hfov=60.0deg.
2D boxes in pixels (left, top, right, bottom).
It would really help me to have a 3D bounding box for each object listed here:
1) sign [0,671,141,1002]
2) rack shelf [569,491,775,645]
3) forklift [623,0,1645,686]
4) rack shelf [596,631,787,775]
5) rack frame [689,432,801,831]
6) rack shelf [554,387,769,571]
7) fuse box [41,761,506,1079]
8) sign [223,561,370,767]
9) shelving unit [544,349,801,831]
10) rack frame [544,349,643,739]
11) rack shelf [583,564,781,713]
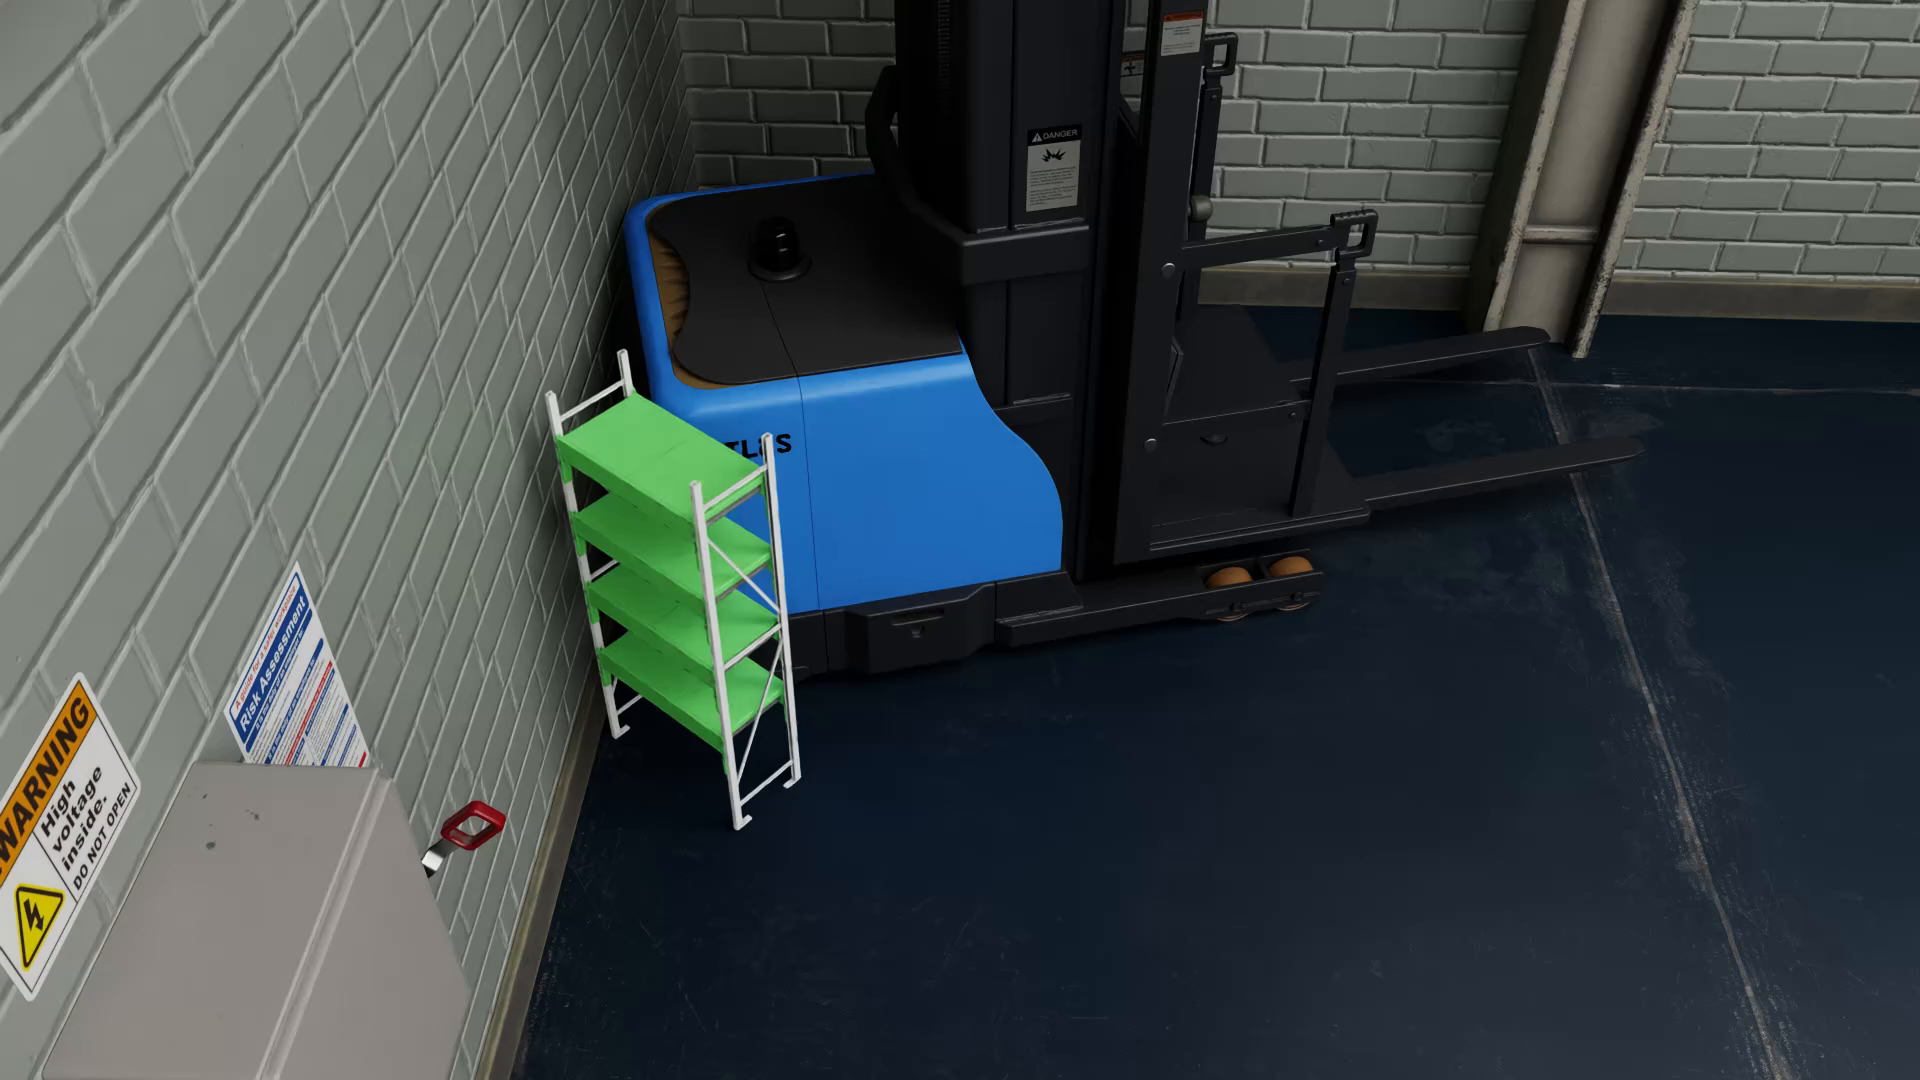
[{"bbox_3d":[-1.117,0.362,2.055,0.001,0.242,0.339,2,43,2],"label":"sign"},{"bbox_3d":[-0.696,0.027,4.079,0.480,0.148,0.258,30,50,28],"label":"rack shelf"},{"bbox_3d":[0.606,-1.171,4.357,3.031,2.935,1.130,-9,44,-10],"label":"forklift"},{"bbox_3d":[-0.701,0.382,4.402,0.480,0.148,0.258,30,50,28],"label":"rack shelf"},{"bbox_3d":[-0.512,0.265,4.082,0.015,1.200,0.240,30,50,28],"label":"rack frame"},{"bbox_3d":[-0.694,-0.151,3.918,0.480,0.148,0.258,30,50,28],"label":"rack shelf"},{"bbox_3d":[-0.908,1.105,2.809,0.414,1.711,0.539,2,43,2],"label":"fuse box"},{"bbox_3d":[-1.093,0.325,2.770,0.001,0.494,0.329,2,43,2],"label":"sign"},{"bbox_3d":[-0.698,0.157,4.198,0.503,1.200,0.258,30,50,28],"label":"shelving unit"},{"bbox_3d":[-0.884,0.049,4.313,0.015,1.200,0.240,30,50,28],"label":"rack frame"},{"bbox_3d":[-0.699,0.204,4.241,0.480,0.148,0.258,30,50,28],"label":"rack shelf"}]
